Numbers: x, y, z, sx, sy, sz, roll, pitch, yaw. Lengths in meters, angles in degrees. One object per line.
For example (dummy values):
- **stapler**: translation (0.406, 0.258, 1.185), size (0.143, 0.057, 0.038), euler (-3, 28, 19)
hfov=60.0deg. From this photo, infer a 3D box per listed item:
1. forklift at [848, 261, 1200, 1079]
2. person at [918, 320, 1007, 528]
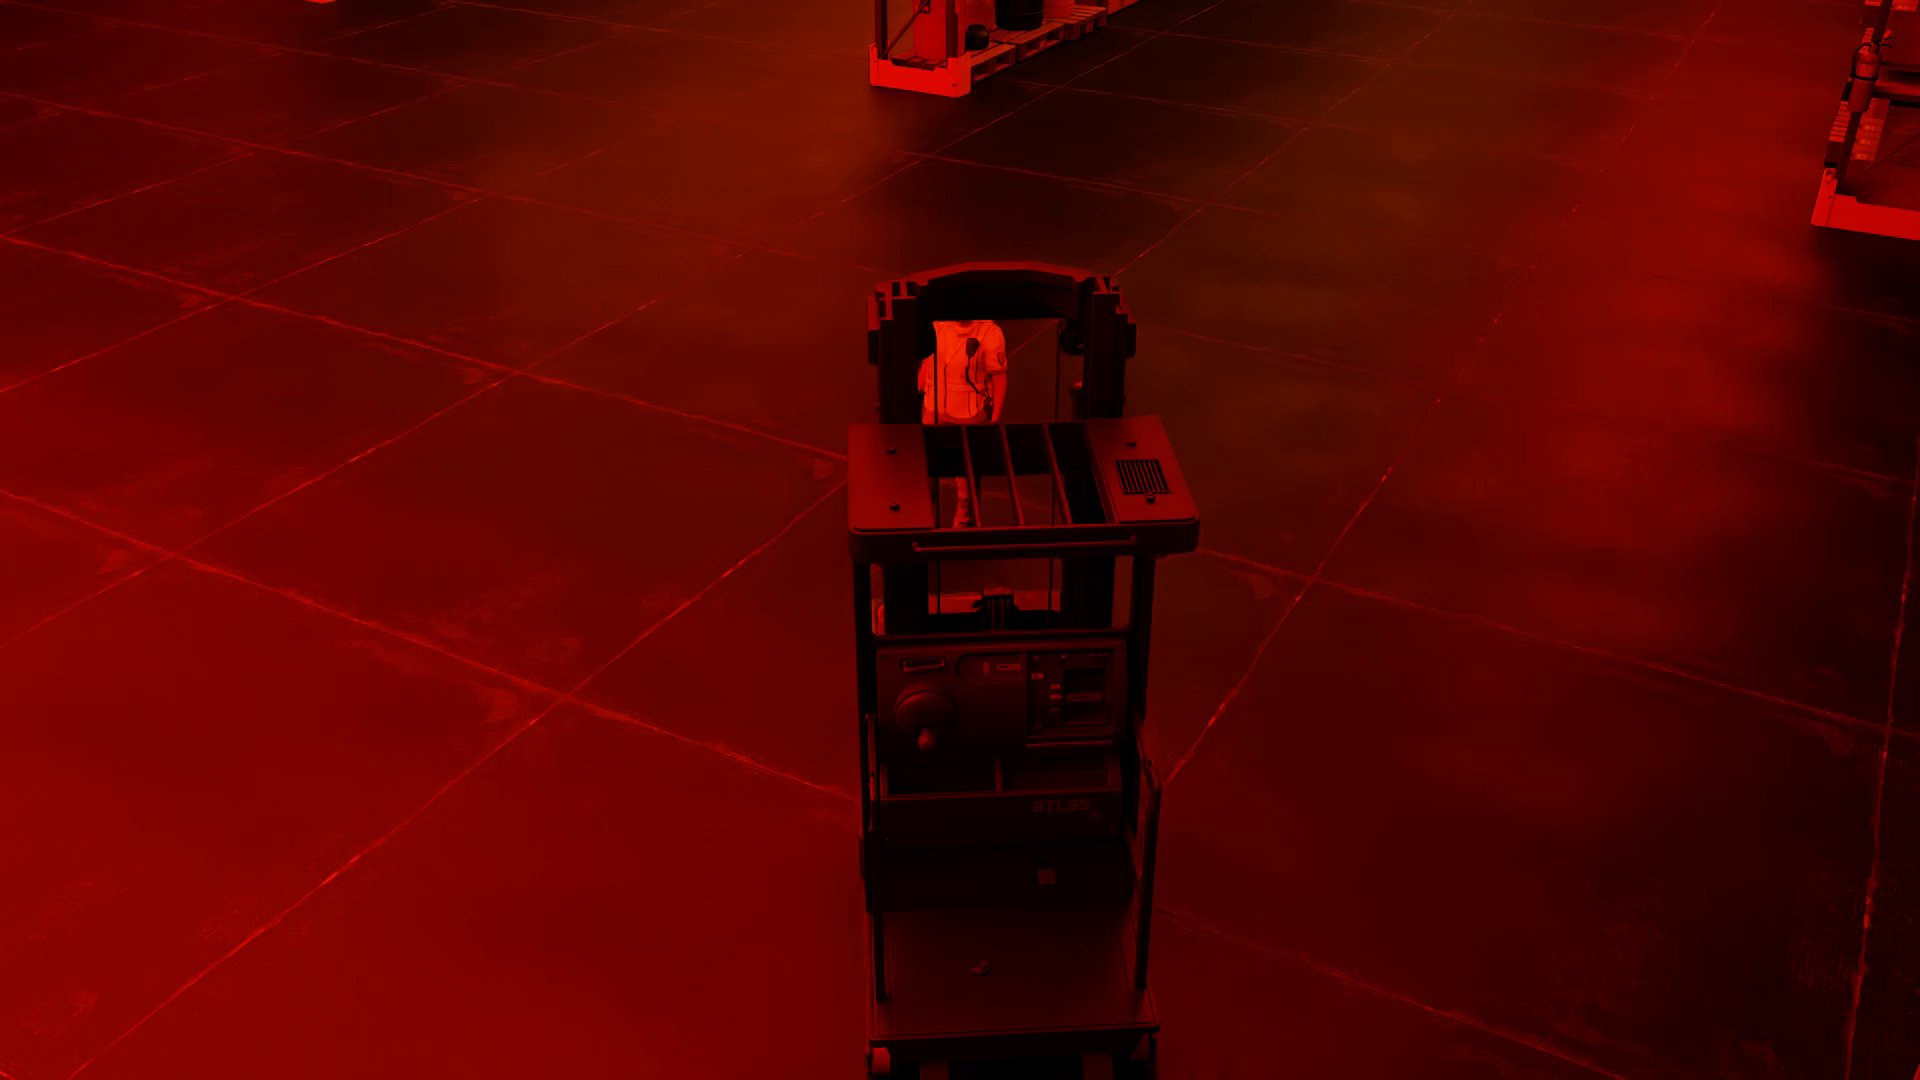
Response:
- **forklift**: translation (0.174, 0.623, 5.992), size (1.130, 2.935, 3.031), euler (-2, 30, -3)
- **person**: translation (-0.057, -0.700, 9.534), size (0.599, 1.670, 0.529), euler (15, 33, 25)
